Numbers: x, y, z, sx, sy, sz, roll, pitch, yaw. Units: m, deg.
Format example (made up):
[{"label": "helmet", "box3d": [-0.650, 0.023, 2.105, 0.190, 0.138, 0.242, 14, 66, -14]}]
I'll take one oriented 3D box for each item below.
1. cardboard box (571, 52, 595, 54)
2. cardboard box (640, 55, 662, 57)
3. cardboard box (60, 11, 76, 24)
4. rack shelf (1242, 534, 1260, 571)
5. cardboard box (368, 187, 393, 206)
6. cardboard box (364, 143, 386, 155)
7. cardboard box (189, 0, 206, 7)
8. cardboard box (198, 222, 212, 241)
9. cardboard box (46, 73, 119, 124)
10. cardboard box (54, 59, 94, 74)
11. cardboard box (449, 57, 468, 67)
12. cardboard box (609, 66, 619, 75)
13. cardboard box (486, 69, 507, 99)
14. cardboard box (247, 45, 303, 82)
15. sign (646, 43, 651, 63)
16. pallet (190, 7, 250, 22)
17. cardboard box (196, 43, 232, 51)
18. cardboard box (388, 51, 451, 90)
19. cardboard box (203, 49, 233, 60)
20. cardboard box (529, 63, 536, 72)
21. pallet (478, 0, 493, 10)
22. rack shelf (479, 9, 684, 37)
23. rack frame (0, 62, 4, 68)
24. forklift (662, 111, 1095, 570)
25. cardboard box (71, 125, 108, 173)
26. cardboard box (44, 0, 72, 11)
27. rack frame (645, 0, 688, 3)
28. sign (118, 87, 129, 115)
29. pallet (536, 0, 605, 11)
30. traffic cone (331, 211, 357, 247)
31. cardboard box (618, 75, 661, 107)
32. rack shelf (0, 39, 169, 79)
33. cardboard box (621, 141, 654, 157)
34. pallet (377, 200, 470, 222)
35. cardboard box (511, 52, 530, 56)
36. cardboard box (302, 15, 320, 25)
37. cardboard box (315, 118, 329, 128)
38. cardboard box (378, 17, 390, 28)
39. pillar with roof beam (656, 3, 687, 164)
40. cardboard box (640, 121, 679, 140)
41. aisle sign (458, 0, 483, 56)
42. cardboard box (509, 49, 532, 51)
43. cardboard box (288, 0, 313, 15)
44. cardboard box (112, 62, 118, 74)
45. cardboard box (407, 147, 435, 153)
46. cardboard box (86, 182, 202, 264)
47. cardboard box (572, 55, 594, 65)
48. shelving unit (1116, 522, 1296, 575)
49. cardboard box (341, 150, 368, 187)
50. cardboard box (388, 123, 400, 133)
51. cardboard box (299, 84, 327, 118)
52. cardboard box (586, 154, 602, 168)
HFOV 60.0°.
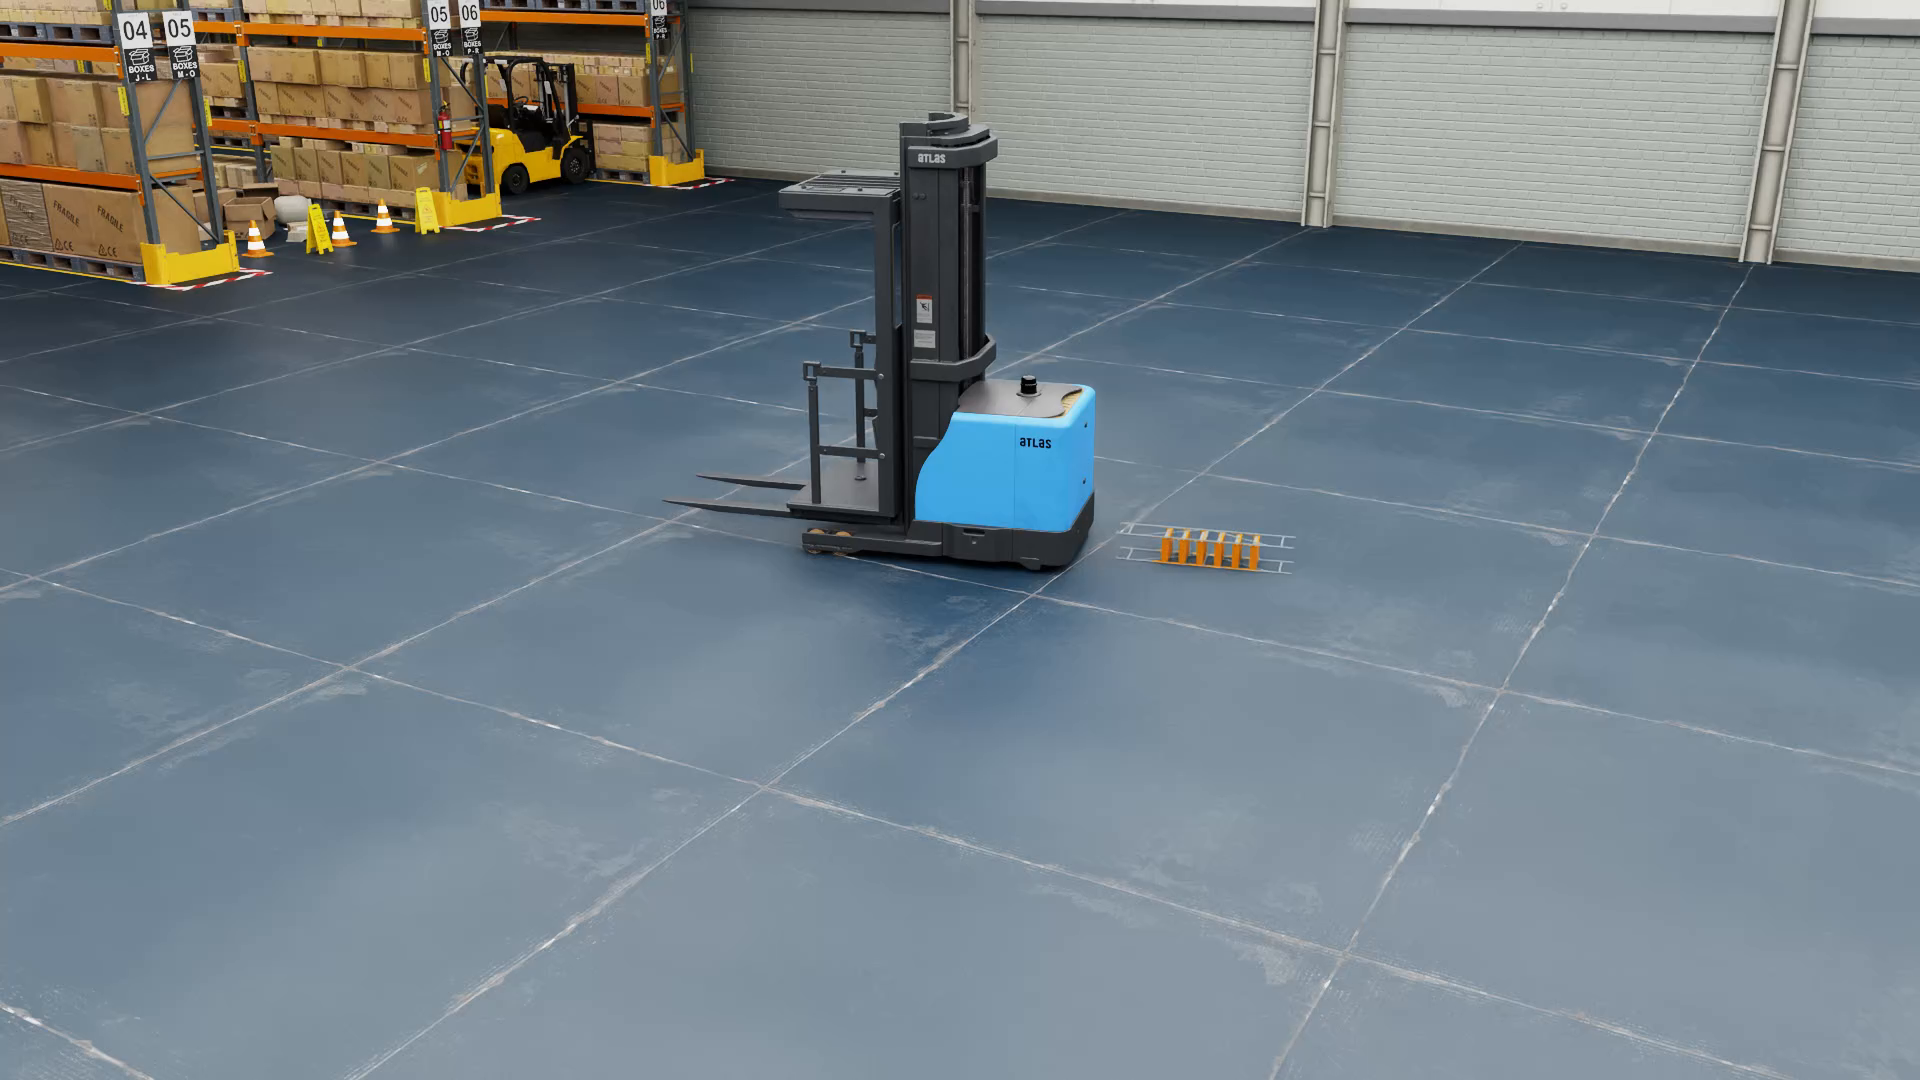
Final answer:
[{"label": "cardboard box", "box3d": [-6.741, -8.641, 29.755, 0.250, 0.149, 0.380, 12, 23, 29]}, {"label": "cardboard box", "box3d": [-5.374, -8.396, 29.077, 0.250, 0.149, 0.380, 12, 23, 29]}, {"label": "cardboard box", "box3d": [-10.626, -6.328, 20.119, 0.250, 0.149, 0.380, 11, 23, 28]}, {"label": "rack shelf", "box3d": [1.991, 0.081, 11.357, 0.103, 0.180, 0.258, 5, 21, 14]}, {"label": "cardboard box", "box3d": [-8.686, -5.291, 25.469, 0.500, 0.250, 0.500, 11, 23, 27]}, {"label": "cardboard box", "box3d": [-8.798, -5.945, 25.221, 0.250, 0.149, 0.380, 11, 23, 28]}, {"label": "cardboard box", "box3d": [-11.913, -8.585, 26.339, 0.500, 0.250, 0.500, 11, 23, 28]}, {"label": "cardboard box", "box3d": [-10.820, -4.395, 23.592, 0.258, 0.266, 0.396, 16, 25, 36]}, {"label": "cardboard box", "box3d": [-10.979, -5.602, 21.106, 0.550, 0.550, 0.875, 11, 23, 27]}, {"label": "cardboard box", "box3d": [-14.964, -8.099, 28.180, 0.500, 0.500, 0.500, 10, 22, 26]}, {"label": "cardboard box", "box3d": [-9.304, -8.823, 30.692, 0.250, 0.149, 0.380, 11, 23, 27]}, {"label": "cardboard box", "box3d": [-5.857, -8.143, 28.816, 0.250, 0.149, 0.380, 11, 23, 28]}, {"label": "cardboard box", "box3d": [-8.215, -8.282, 30.152, 0.500, 0.500, 0.500, 10, 22, 26]}, {"label": "cardboard box", "box3d": [-10.614, -7.428, 25.894, 0.500, 0.500, 0.700, 11, 22, 27]}, {"label": "sign", "box3d": [-5.260, -8.218, 28.076, 0.005, 0.325, 0.100, 11, 23, 27]}, {"label": "pallet", "box3d": [-11.380, -8.365, 26.402, 1.003, 0.211, 1.213, 11, 23, 27]}, {"label": "cardboard box", "box3d": [-15.146, -9.815, 33.760, 0.500, 0.500, 0.700, 11, 23, 29]}, {"label": "cardboard box", "box3d": [-7.953, -6.920, 24.494, 0.500, 0.500, 0.700, 10, 22, 26]}, {"label": "cardboard box", "box3d": [-12.129, -7.931, 27.181, 0.250, 0.149, 0.380, 12, 23, 30]}, {"label": "cardboard box", "box3d": [-7.450, -8.423, 29.588, 0.250, 0.149, 0.380, 11, 22, 27]}, {"label": "pallet", "box3d": [-9.252, -9.850, 30.502, 1.217, 0.209, 0.805, 10, 22, 25]}, {"label": "rack shelf", "box3d": [-6.729, -9.126, 29.281, 4.000, 0.370, 1.077, 11, 23, 27]}, {"label": "rack frame", "box3d": [-13.219, -5.418, 22.403, 0.127, 3.000, 1.000, 11, 23, 27]}, {"label": "forklift", "box3d": [-0.609, -1.434, 11.519, 3.031, 2.935, 1.130, 5, 21, 14]}, {"label": "cardboard box", "box3d": [-10.563, -4.957, 20.910, 0.550, 0.550, 0.875, 11, 23, 27]}, {"label": "cardboard box", "box3d": [-10.726, -6.558, 20.169, 0.500, 0.250, 0.500, 11, 23, 27]}, {"label": "rack frame", "box3d": [-4.983, -10.542, 27.730, 0.127, 3.000, 1.000, 11, 23, 27]}, {"label": "sign", "box3d": [-10.003, -5.249, 19.892, 0.005, 0.325, 0.100, 11, 23, 27]}, {"label": "pallet", "box3d": [-6.657, -9.418, 29.160, 1.213, 0.211, 1.003, 11, 23, 27]}, {"label": "traffic cone", "box3d": [-8.650, -4.351, 23.182, 0.334, 0.463, 0.336, 11, 23, 27]}, {"label": "cardboard box", "box3d": [-5.541, -7.772, 28.746, 0.500, 0.500, 0.500, 10, 22, 26]}, {"label": "rack shelf", "box3d": [-11.473, -6.157, 21.097, 4.000, 0.370, 1.077, 11, 23, 27]}, {"label": "cardboard box", "box3d": [-5.561, -6.849, 29.032, 0.500, 0.250, 0.500, 10, 22, 27]}, {"label": "pallet", "box3d": [-8.159, -5.091, 25.589, 1.213, 0.211, 1.003, 11, 23, 27]}, {"label": "cardboard box", "box3d": [-7.842, -8.681, 29.864, 0.250, 0.149, 0.380, 10, 22, 26]}, {"label": "cardboard box", "box3d": [-9.658, -7.835, 25.036, 0.250, 0.149, 0.380, 10, 22, 26]}, {"label": "cardboard box", "box3d": [-9.662, -6.427, 25.552, 0.250, 0.149, 0.380, 11, 23, 28]}, {"label": "cardboard box", "box3d": [-8.297, -7.597, 24.380, 0.250, 0.149, 0.380, 12, 23, 29]}, {"label": "pillar with roof beam", "box3d": [-7.251, -9.644, 25.256, 0.400, 9.000, 9.100, 11, 23, 27]}, {"label": "cardboard box", "box3d": [-5.311, -7.233, 29.355, 0.500, 0.250, 0.500, 10, 22, 26]}, {"label": "aisle sign", "box3d": [-7.195, -7.547, 24.460, 0.004, 0.787, 0.394, 11, 23, 27]}, {"label": "cardboard box", "box3d": [-8.049, -8.915, 30.510, 0.250, 0.149, 0.380, 11, 23, 27]}, {"label": "cardboard box", "box3d": [-9.756, -8.063, 25.079, 0.500, 0.250, 0.500, 11, 23, 28]}, {"label": "cardboard box", "box3d": [-13.646, -7.730, 27.577, 0.500, 0.500, 0.500, 12, 23, 30]}, {"label": "cardboard box", "box3d": [-8.450, -5.807, 25.790, 0.500, 0.500, 0.500, 10, 22, 25]}, {"label": "cardboard box", "box3d": [-10.351, -4.045, 21.116, 0.875, 0.875, 0.875, 11, 23, 28]}, {"label": "cardboard box", "box3d": [-6.562, -8.393, 29.069, 0.250, 0.149, 0.380, 11, 23, 28]}, {"label": "shelving unit", "box3d": [1.686, 0.055, 11.431, 1.200, 0.189, 0.258, 5, 21, 14]}, {"label": "cardboard box", "box3d": [-9.122, -5.728, 25.574, 0.500, 0.500, 0.500, 10, 22, 26]}, {"label": "cardboard box", "box3d": [-8.320, -6.182, 24.877, 0.250, 0.149, 0.380, 10, 22, 26]}, {"label": "cardboard box", "box3d": [-9.763, -6.775, 25.561, 0.500, 0.500, 0.500, 11, 22, 27]}, {"label": "cardboard box", "box3d": [-6.409, -6.782, 29.579, 0.500, 0.250, 0.500, 11, 23, 28]}]
